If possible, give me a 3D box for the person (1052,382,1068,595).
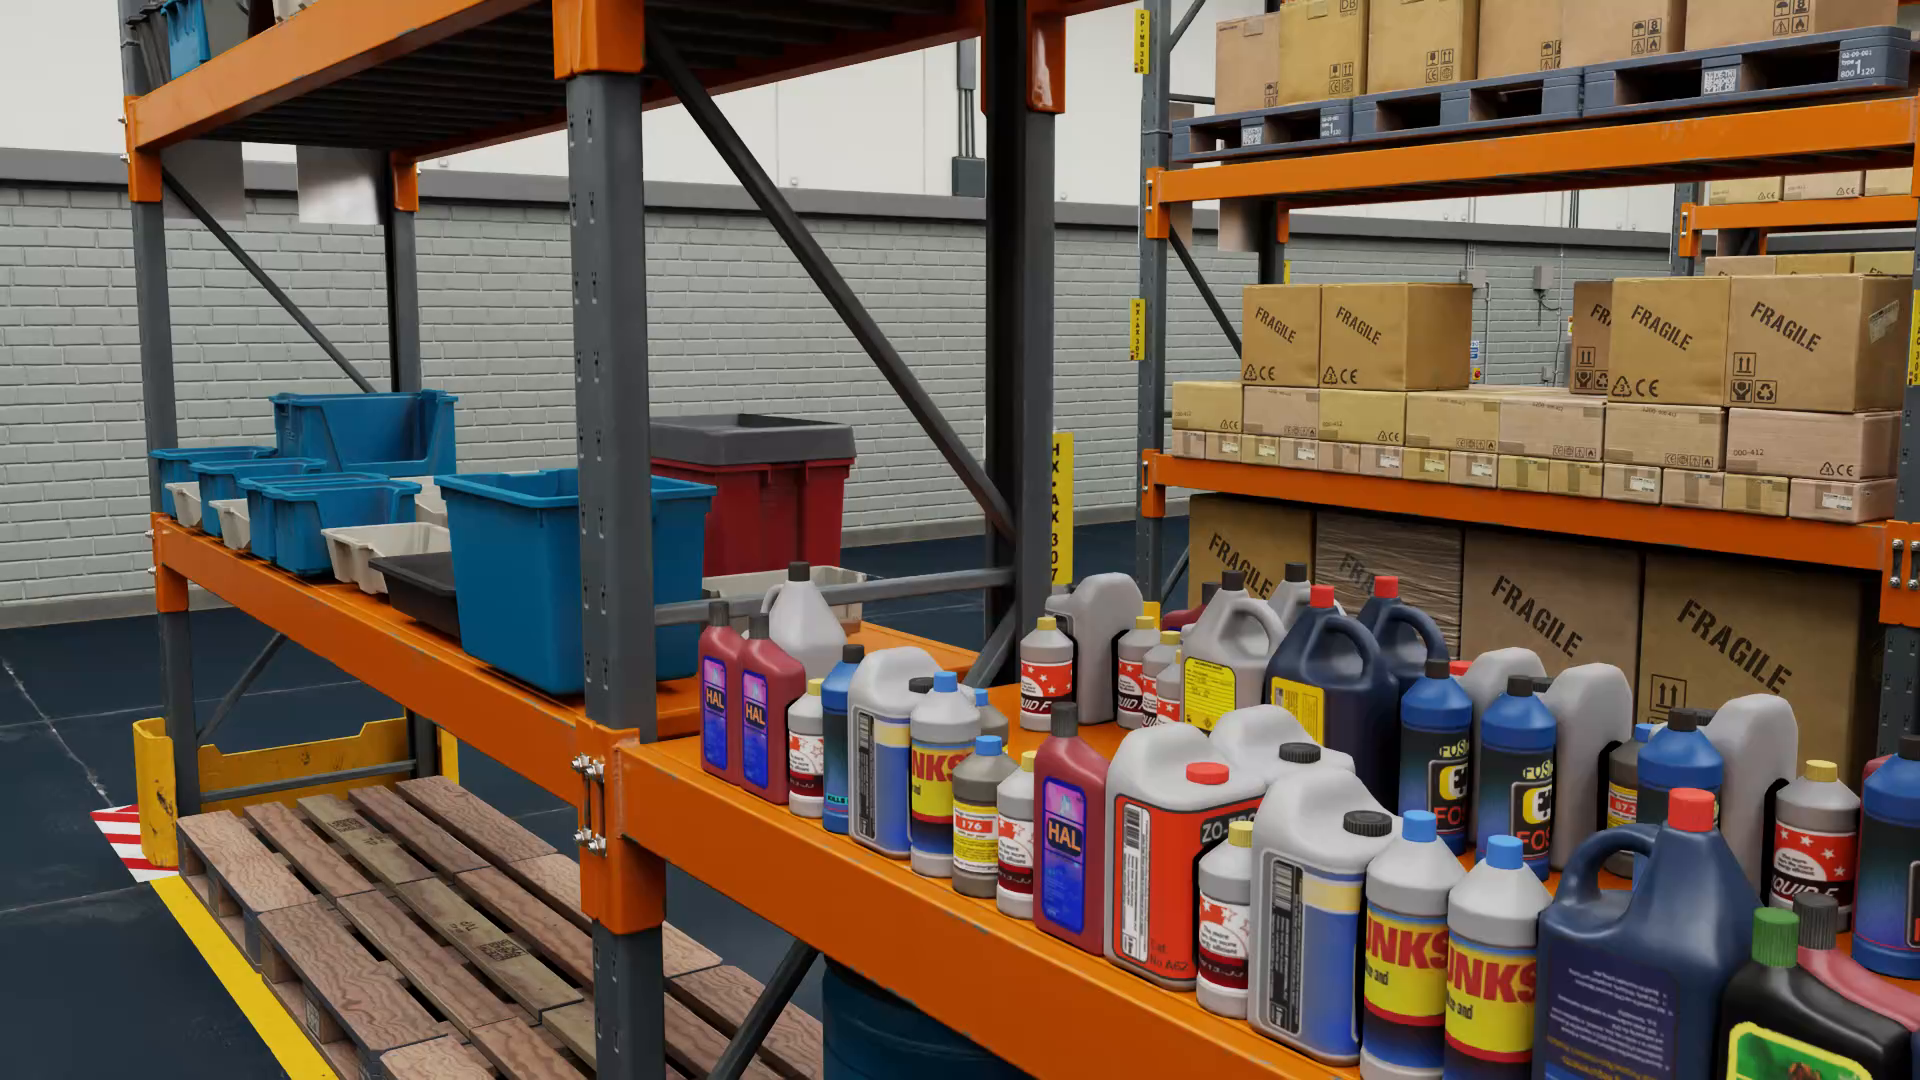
[{"bbox_3d":[0.451,-0.196,10.129,0.565,1.760,0.676,7,10,41],"label":"person"}]
